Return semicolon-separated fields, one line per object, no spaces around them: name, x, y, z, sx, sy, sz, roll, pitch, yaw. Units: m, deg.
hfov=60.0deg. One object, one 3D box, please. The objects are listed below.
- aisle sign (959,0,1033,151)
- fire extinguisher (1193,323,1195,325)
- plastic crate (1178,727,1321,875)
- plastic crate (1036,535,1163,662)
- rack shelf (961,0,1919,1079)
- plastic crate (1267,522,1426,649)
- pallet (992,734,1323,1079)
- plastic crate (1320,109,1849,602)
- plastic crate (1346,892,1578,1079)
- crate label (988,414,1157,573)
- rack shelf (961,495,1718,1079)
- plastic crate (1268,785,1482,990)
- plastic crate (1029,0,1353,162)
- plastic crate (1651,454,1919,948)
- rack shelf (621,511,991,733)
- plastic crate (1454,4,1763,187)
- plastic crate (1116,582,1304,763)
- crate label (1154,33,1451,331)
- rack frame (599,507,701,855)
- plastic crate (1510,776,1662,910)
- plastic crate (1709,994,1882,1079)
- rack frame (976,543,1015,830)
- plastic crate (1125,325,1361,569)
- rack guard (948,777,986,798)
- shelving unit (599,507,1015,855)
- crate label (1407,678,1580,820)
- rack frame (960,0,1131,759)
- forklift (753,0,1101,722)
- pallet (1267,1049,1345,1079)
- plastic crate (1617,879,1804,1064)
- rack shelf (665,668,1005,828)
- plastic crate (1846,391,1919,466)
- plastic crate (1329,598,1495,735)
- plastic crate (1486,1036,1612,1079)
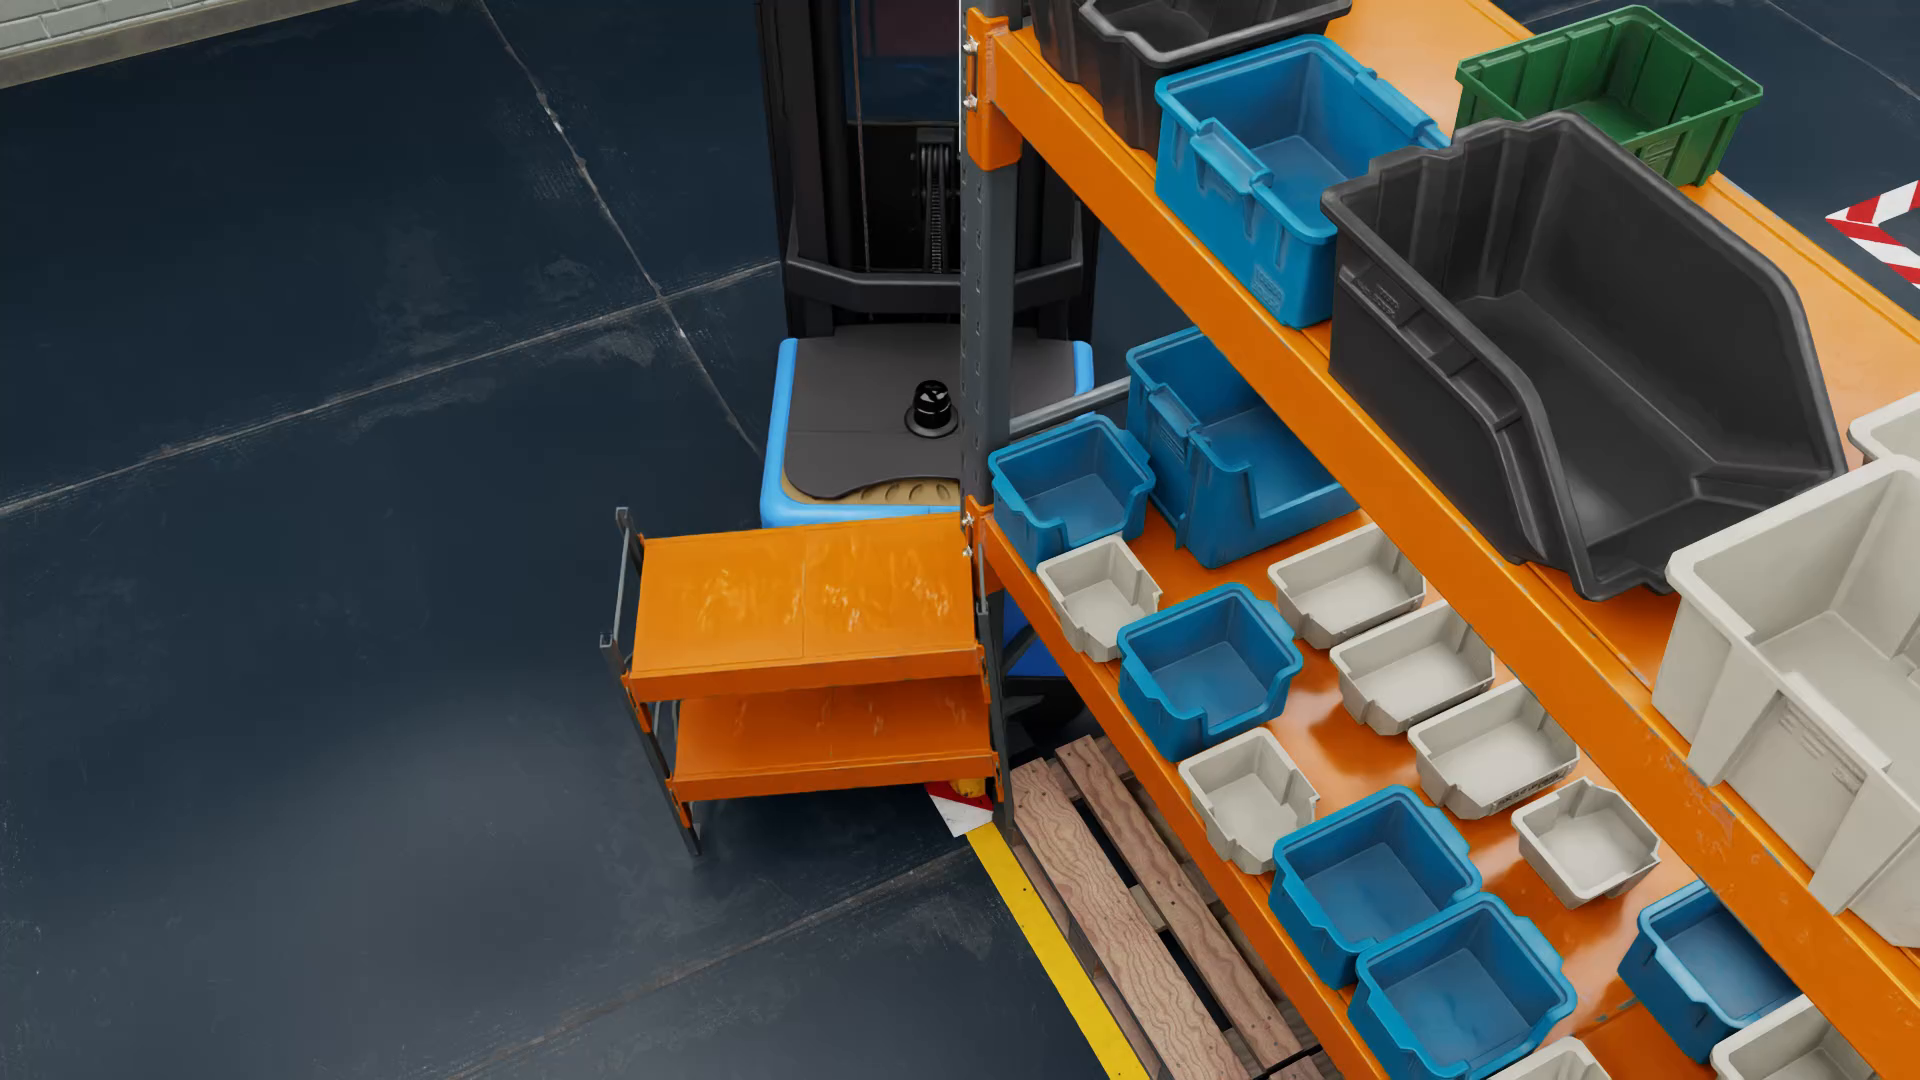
aisle sign;0.174;-1.223;3.600;0.394;0.787;0.004;-21;52;-18
fire extinguisher;0.807;-0.531;5.020;0.296;0.674;0.183;-21;52;-18
plastic crate;0.675;0.622;3.849;0.250;0.136;0.298;-21;52;-18
plastic crate;0.365;0.168;4.246;0.250;0.136;0.298;-21;52;-18
rack shelf;1.387;0.167;2.597;1.077;0.370;4.000;-21;52;-18
plastic crate;1.006;0.129;4.280;0.396;0.136;0.243;-21;52;-18
pallet;0.814;1.062;5.181;1.003;0.211;1.213;-21;52;-18
plastic crate;0.926;-0.271;2.543;0.504;0.338;0.767;-21;52;-18
plastic crate;1.032;0.975;3.476;0.416;0.233;0.300;-21;52;-18
crate label;0.292;-0.107;4.422;0.416;0.233;0.303;-21;52;-18
rack shelf;1.387;1.154;3.726;1.077;0.370;4.000;-21;52;-18
plastic crate;0.894;0.774;3.652;0.416;0.233;0.300;-21;52;-18
plastic crate;0.400;-1.012;3.236;0.497;0.269;0.590;-21;52;-18
plastic crate;1.211;0.220;2.151;0.437;0.282;0.530;-21;52;-18
rack shelf;-0.430;0.224;4.798;1.000;0.278;0.538;-5;50;2
plastic crate;1.177;-0.777;3.085;0.450;0.188;0.336;-21;52;-18
plastic crate;0.593;0.333;4.037;0.416;0.233;0.300;-21;52;-18
crate label;0.606;-0.631;2.915;0.408;0.251;0.502;-21;52;-18
rack frame;-0.910;0.455;5.044;0.032;1.125;0.500;-5;50;2
plastic crate;1.427;0.698;3.782;0.298;0.136;0.250;-21;52;-18
plastic crate;1.767;1.190;3.256;0.437;0.282;0.530;-21;52;-18
rack frame;0.102;0.366;5.000;0.032;1.125;0.500;-5;50;2
plastic crate;0.791;-0.293;4.450;0.616;0.435;0.499;-21;52;-18
rack guard;0.449;0.390;5.577;1.175;0.500;0.348;-21;52;-18
shelving unit;-0.404;0.411;5.022;1.048;1.125;0.538;-5;50;2
crate label;1.275;0.506;3.950;0.396;0.136;0.243;-21;52;-18
rack frame;0.472;-0.421;4.626;1.000;3.000;0.127;-21;52;-18
forklift;-0.069;-1.448;5.569;1.130;2.935;3.031;1;49;1
pallet;1.369;1.877;4.468;1.003;0.211;1.213;-21;52;-18
plastic crate;1.639;0.900;3.541;0.416;0.233;0.300;-21;52;-18
rack shelf;-0.382;0.567;5.209;1.000;0.278;0.538;-5;50;2
plastic crate;1.638;-0.025;2.461;0.437;0.136;0.530;-21;52;-18
plastic crate;1.125;0.328;4.106;0.396;0.136;0.243;-21;52;-18
plastic crate;1.238;1.261;3.290;0.293;0.136;0.466;-21;52;-18
